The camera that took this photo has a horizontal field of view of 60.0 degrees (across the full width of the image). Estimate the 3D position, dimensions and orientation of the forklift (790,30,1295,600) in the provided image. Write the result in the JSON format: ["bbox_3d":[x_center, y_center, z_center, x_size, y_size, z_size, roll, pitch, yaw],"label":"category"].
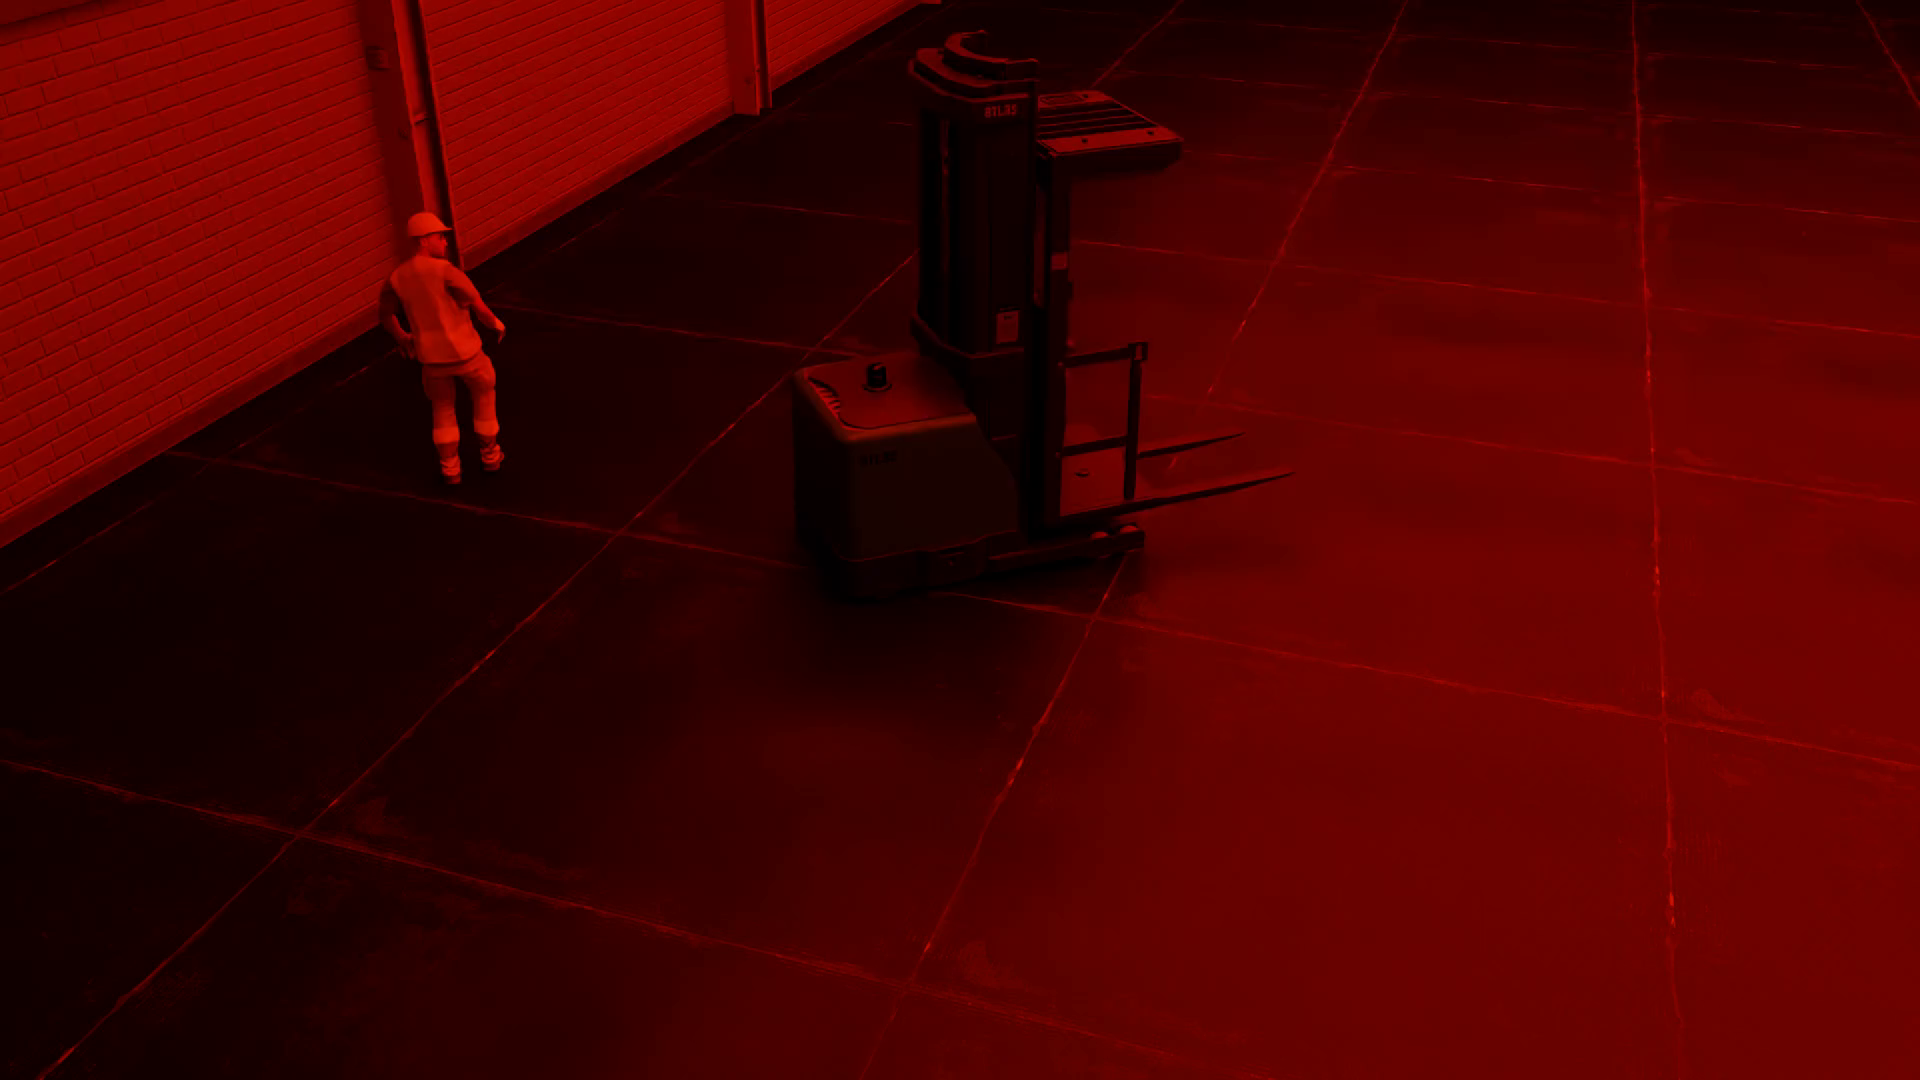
[{"bbox_3d":[0.567,-1.386,9.569,3.031,2.935,1.130,-11,32,-19],"label":"forklift"}]

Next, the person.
[{"bbox_3d":[-3.232,-1.208,10.467,0.740,1.741,0.512,1,30,3],"label":"person"}]
